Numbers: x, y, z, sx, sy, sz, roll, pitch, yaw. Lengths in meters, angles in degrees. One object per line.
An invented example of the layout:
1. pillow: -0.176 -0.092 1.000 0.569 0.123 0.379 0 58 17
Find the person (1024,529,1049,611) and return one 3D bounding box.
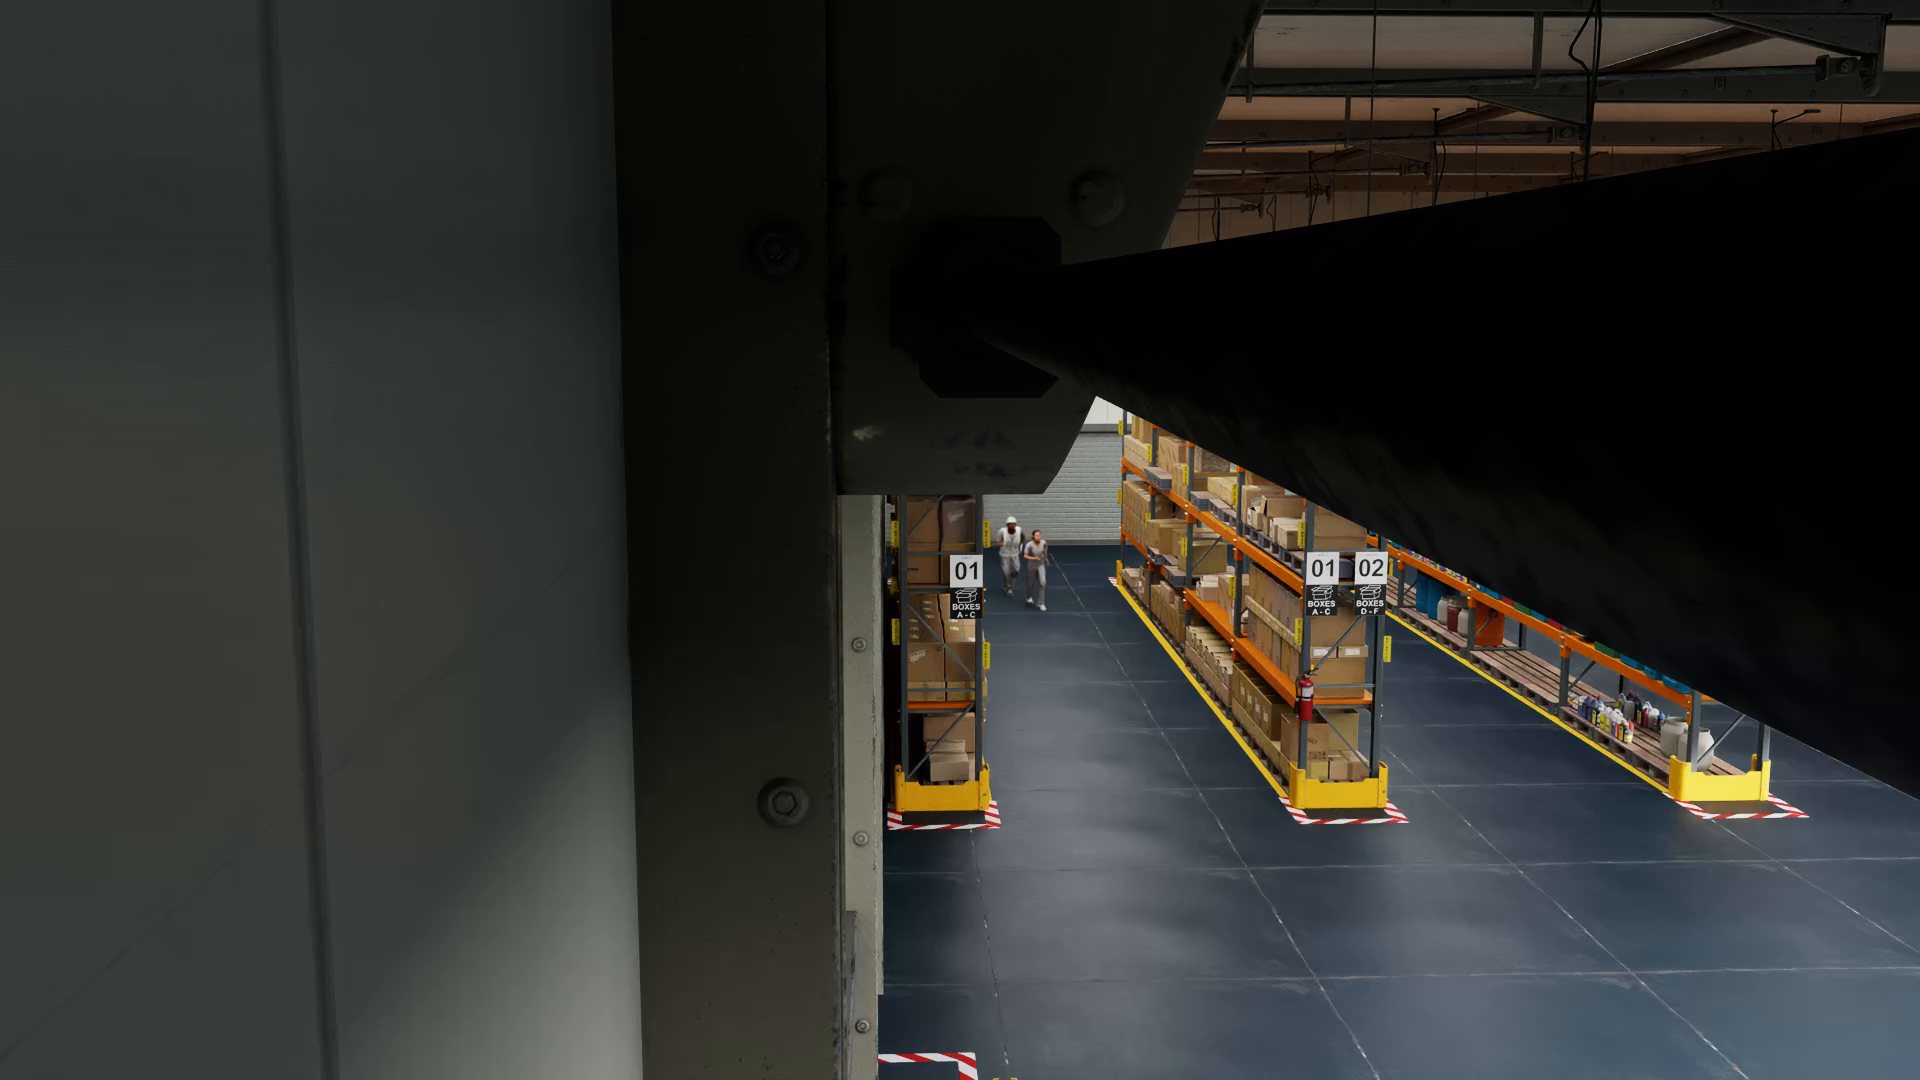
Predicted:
1. person: 1.532 0.566 33.658 0.569 1.641 0.954 -2 9 -11

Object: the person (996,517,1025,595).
1. person: 1.069 0.342 34.890 0.643 1.699 0.756 -1 9 -8
